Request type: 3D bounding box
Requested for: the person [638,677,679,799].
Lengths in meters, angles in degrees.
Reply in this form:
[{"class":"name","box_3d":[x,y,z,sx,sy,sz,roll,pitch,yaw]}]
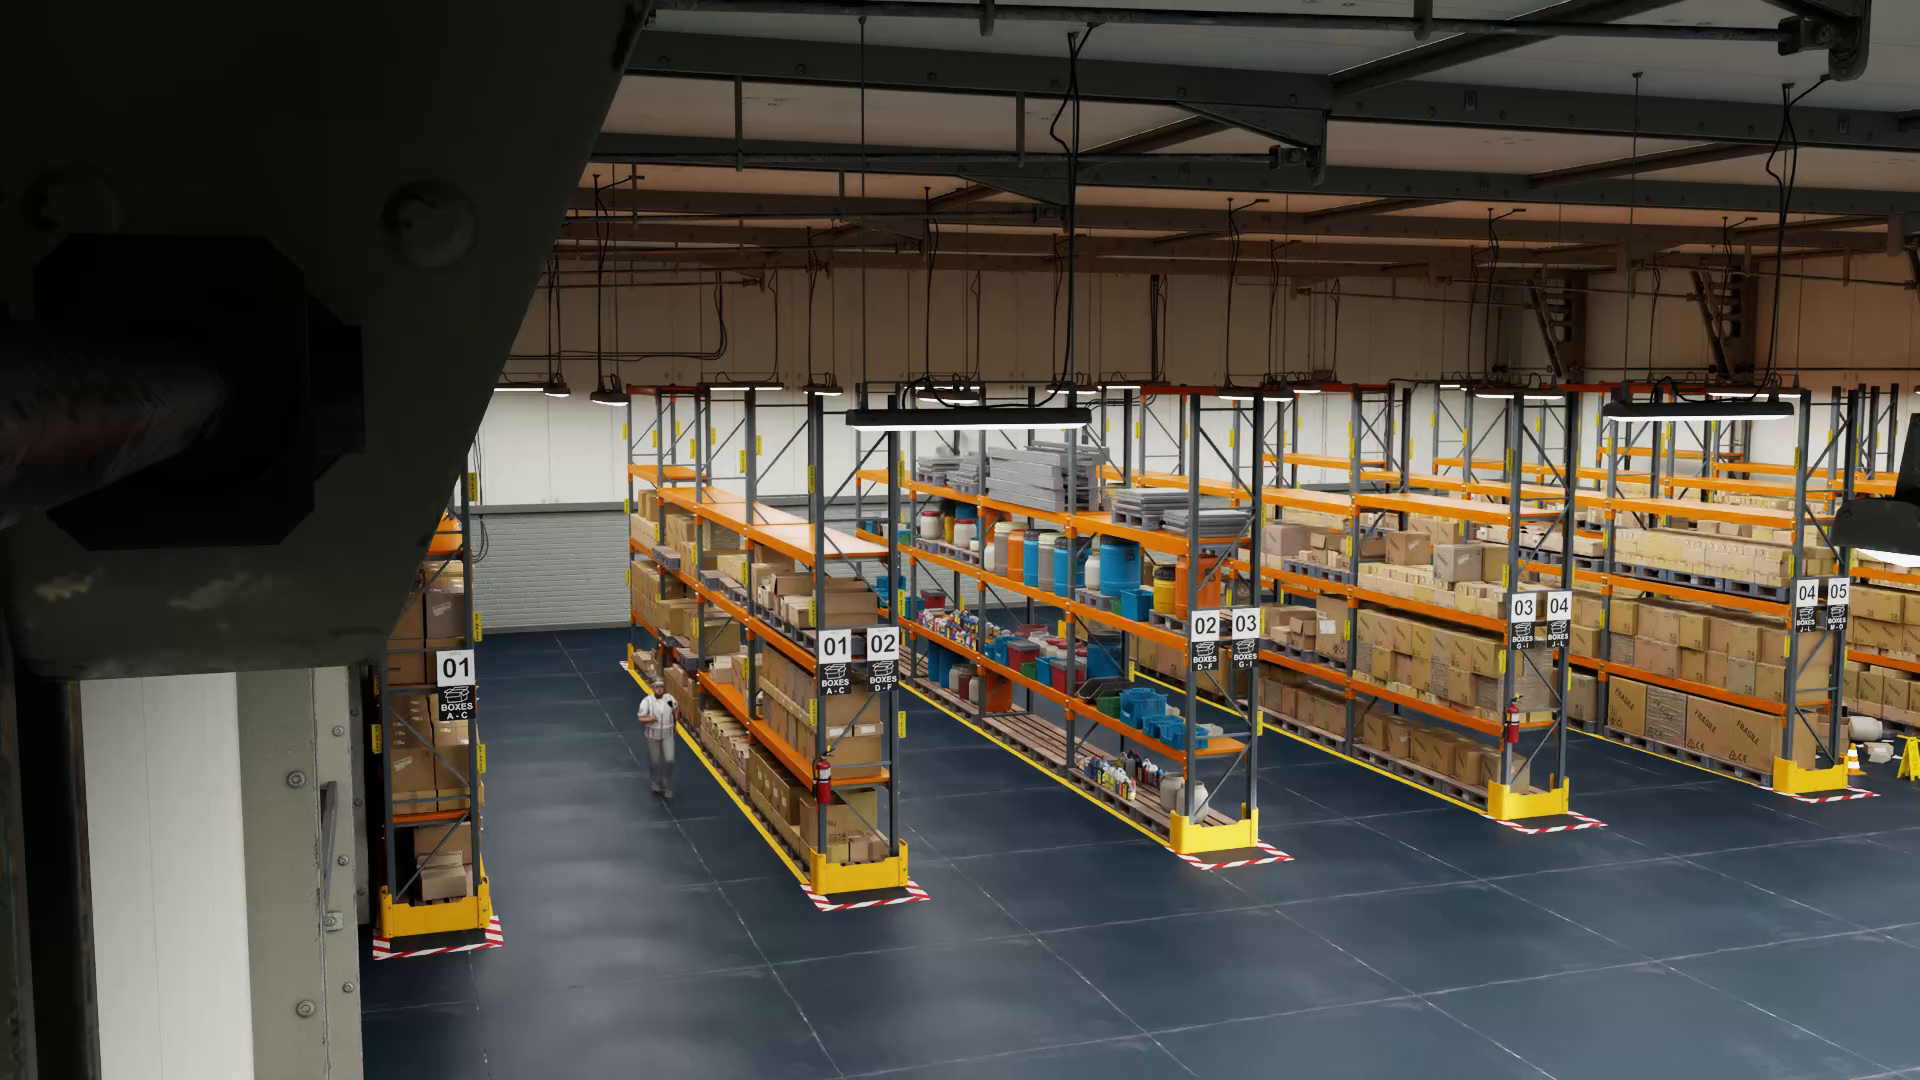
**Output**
[{"class":"person","box_3d":[-4.429,2.925,24.568,0.640,1.836,0.727,-2,6,-18]}]
